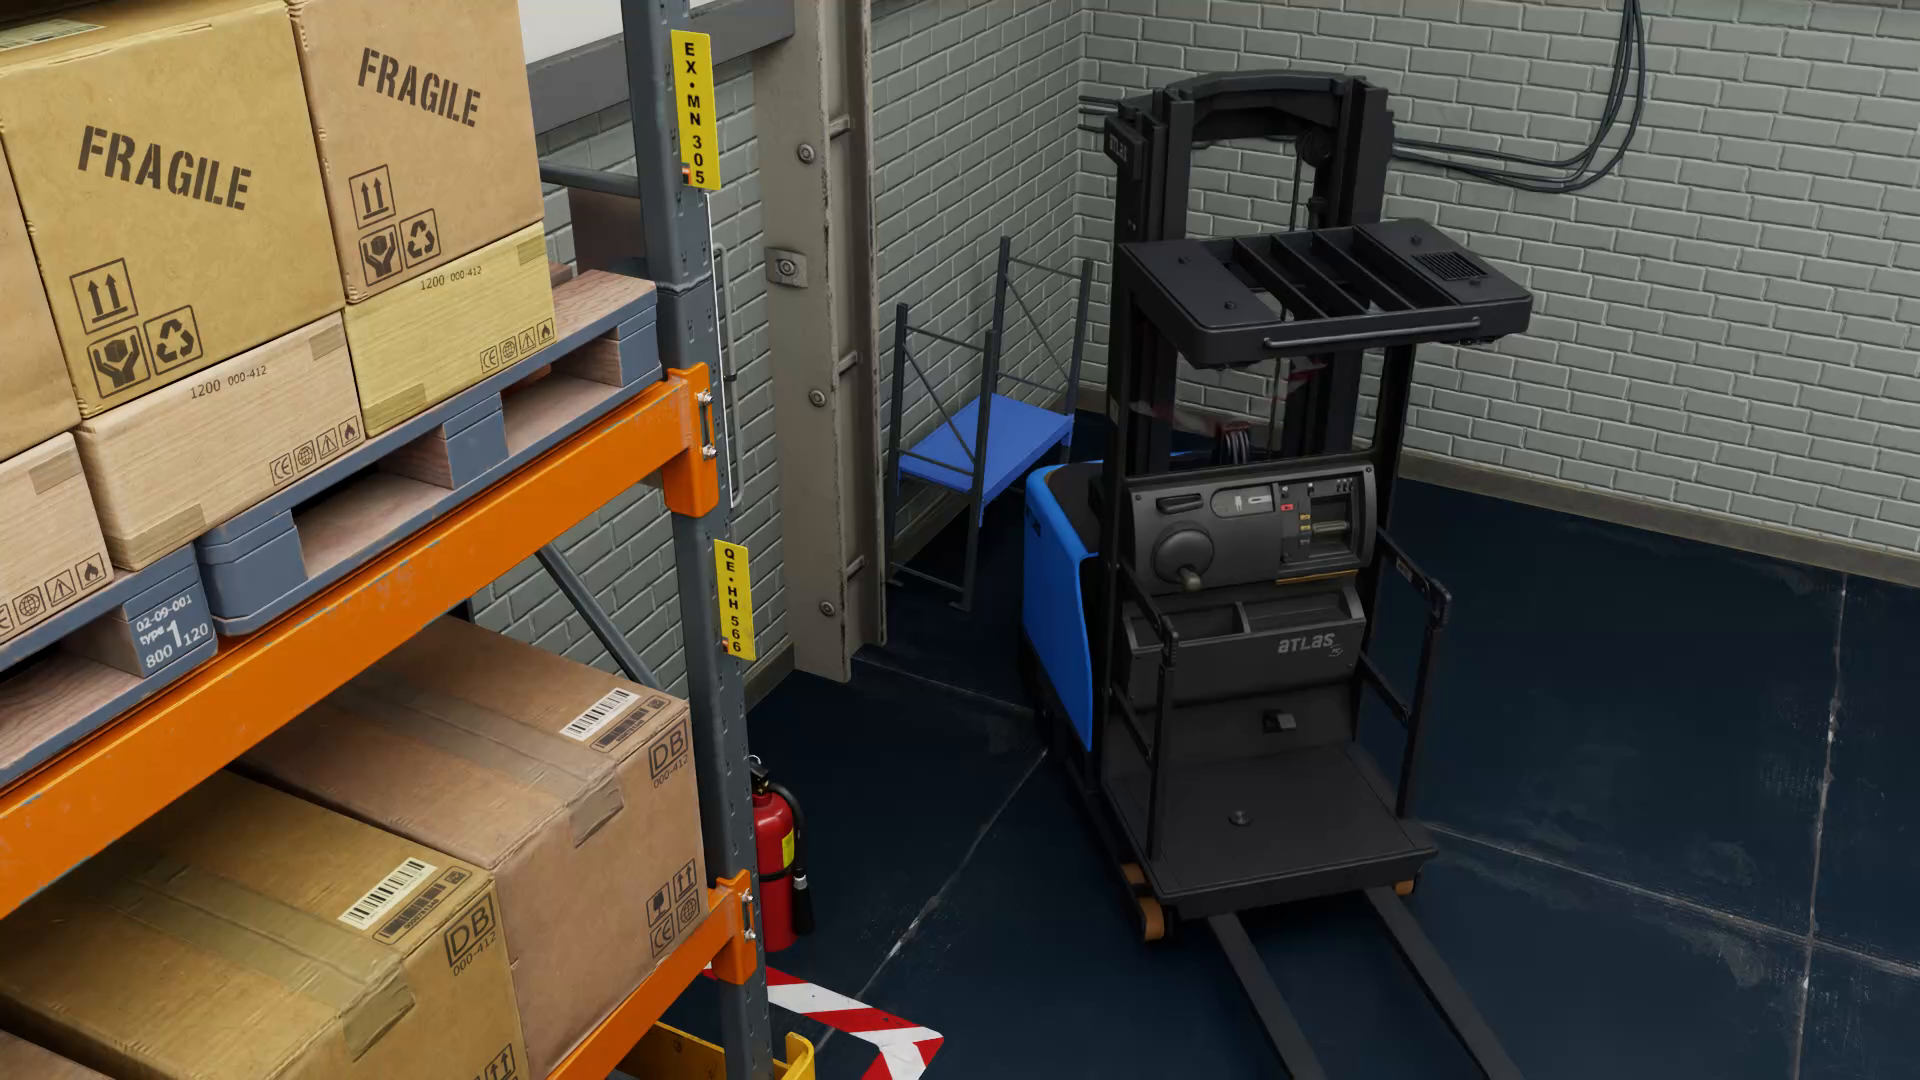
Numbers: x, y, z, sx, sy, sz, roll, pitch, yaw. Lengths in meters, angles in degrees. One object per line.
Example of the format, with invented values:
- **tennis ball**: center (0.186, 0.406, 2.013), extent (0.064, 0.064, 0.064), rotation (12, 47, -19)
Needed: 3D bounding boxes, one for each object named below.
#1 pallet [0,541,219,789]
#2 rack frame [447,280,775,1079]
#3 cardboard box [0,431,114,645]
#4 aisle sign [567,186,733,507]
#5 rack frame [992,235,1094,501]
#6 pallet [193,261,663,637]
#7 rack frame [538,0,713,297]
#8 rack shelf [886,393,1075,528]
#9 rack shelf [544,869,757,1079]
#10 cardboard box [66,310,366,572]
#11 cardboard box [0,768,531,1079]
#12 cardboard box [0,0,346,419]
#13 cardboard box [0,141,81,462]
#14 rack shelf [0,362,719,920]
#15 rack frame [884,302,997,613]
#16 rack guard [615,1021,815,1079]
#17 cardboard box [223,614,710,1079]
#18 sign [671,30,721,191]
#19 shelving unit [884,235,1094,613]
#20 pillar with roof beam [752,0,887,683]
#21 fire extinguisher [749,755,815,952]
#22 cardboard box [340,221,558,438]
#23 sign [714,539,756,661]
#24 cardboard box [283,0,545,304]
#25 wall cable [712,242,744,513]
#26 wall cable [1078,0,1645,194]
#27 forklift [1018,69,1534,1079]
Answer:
- **pallet**: center (-1.914, 0.237, 2.402), extent (1.003, 0.211, 1.213), rotation (14, 33, 23)
- **rack frame**: center (-1.031, 0.625, 4.649), extent (1.000, 3.000, 0.127), rotation (14, 33, 23)
- **cardboard box**: center (-1.597, 0.012, 2.334), extent (0.500, 0.250, 0.500), rotation (13, 32, 22)
- **aisle sign**: center (-0.731, -0.466, 3.939), extent (0.394, 0.787, 0.004), rotation (14, 33, 23)
- **rack frame**: center (0.375, -0.806, 8.608), extent (0.500, 1.500, 0.032), rotation (20, 35, 22)
- **pallet**: center (-1.360, -0.306, 3.348), extent (1.003, 0.211, 1.213), rotation (14, 33, 23)
- **rack frame**: center (-1.031, -1.976, 3.155), extent (1.000, 3.000, 0.127), rotation (14, 33, 23)
- **rack shelf**: center (0.117, -0.432, 8.317), extent (0.538, 0.185, 1.000), rotation (20, 35, 22)
- **rack shelf**: center (-1.942, 1.824, 3.285), extent (1.077, 0.370, 4.000), rotation (14, 33, 23)
- **cardboard box**: center (-1.364, -0.220, 2.738), extent (0.500, 0.250, 0.500), rotation (13, 32, 21)
- **cardboard box**: center (-1.576, 1.048, 3.611), extent (0.980, 0.700, 0.700), rotation (14, 33, 23)
- **cardboard box**: center (-1.359, -0.556, 2.569), extent (0.500, 0.500, 0.500), rotation (15, 33, 25)
- **cardboard box**: center (-1.589, -0.322, 2.163), extent (0.500, 0.500, 0.500), rotation (13, 32, 21)
- **rack shelf**: center (-1.942, 0.523, 2.538), extent (1.077, 0.370, 4.000), rotation (14, 33, 23)
- **rack frame**: center (-0.114, -0.362, 7.835), extent (0.500, 1.500, 0.032), rotation (20, 35, 22)
- **rack guard**: center (-1.020, 1.698, 5.290), extent (1.175, 0.500, 0.348), rotation (14, 33, 23)
- **cardboard box**: center (-1.254, 0.723, 4.177), extent (0.980, 0.700, 0.700), rotation (16, 33, 25)
- **sign**: center (-0.554, -0.896, 3.476), extent (0.100, 0.325, 0.005), rotation (14, 33, 23)
- **shelving unit**: center (0.130, -0.584, 8.221), extent (0.538, 1.500, 1.048), rotation (20, 35, 22)
- **pillar with roof beam**: center (3.261, -2.393, 3.881), extent (9.100, 9.000, 0.400), rotation (14, 33, 23)
- **fire extinguisher**: center (-0.551, 0.858, 4.696), extent (0.296, 0.674, 0.183), rotation (14, 33, 23)
- **cardboard box**: center (-1.128, -0.451, 3.140), extent (0.500, 0.250, 0.500), rotation (15, 33, 25)
- **sign**: center (-0.554, 0.150, 4.077), extent (0.100, 0.325, 0.005), rotation (14, 33, 23)
- **cardboard box**: center (-1.121, -0.775, 2.951), extent (0.500, 0.500, 0.500), rotation (14, 33, 23)
- **wall cable**: center (-1.290, -0.598, 5.759), extent (0.084, 1.984, 1.851), rotation (14, 33, 23)
- **wall cable**: center (1.864, -3.056, 8.154), extent (3.097, 2.526, 0.112), rotation (14, 33, 23)
- **forklift**: center (1.114, 0.003, 5.801), extent (1.130, 2.935, 3.031), rotation (-7, 31, -12)
